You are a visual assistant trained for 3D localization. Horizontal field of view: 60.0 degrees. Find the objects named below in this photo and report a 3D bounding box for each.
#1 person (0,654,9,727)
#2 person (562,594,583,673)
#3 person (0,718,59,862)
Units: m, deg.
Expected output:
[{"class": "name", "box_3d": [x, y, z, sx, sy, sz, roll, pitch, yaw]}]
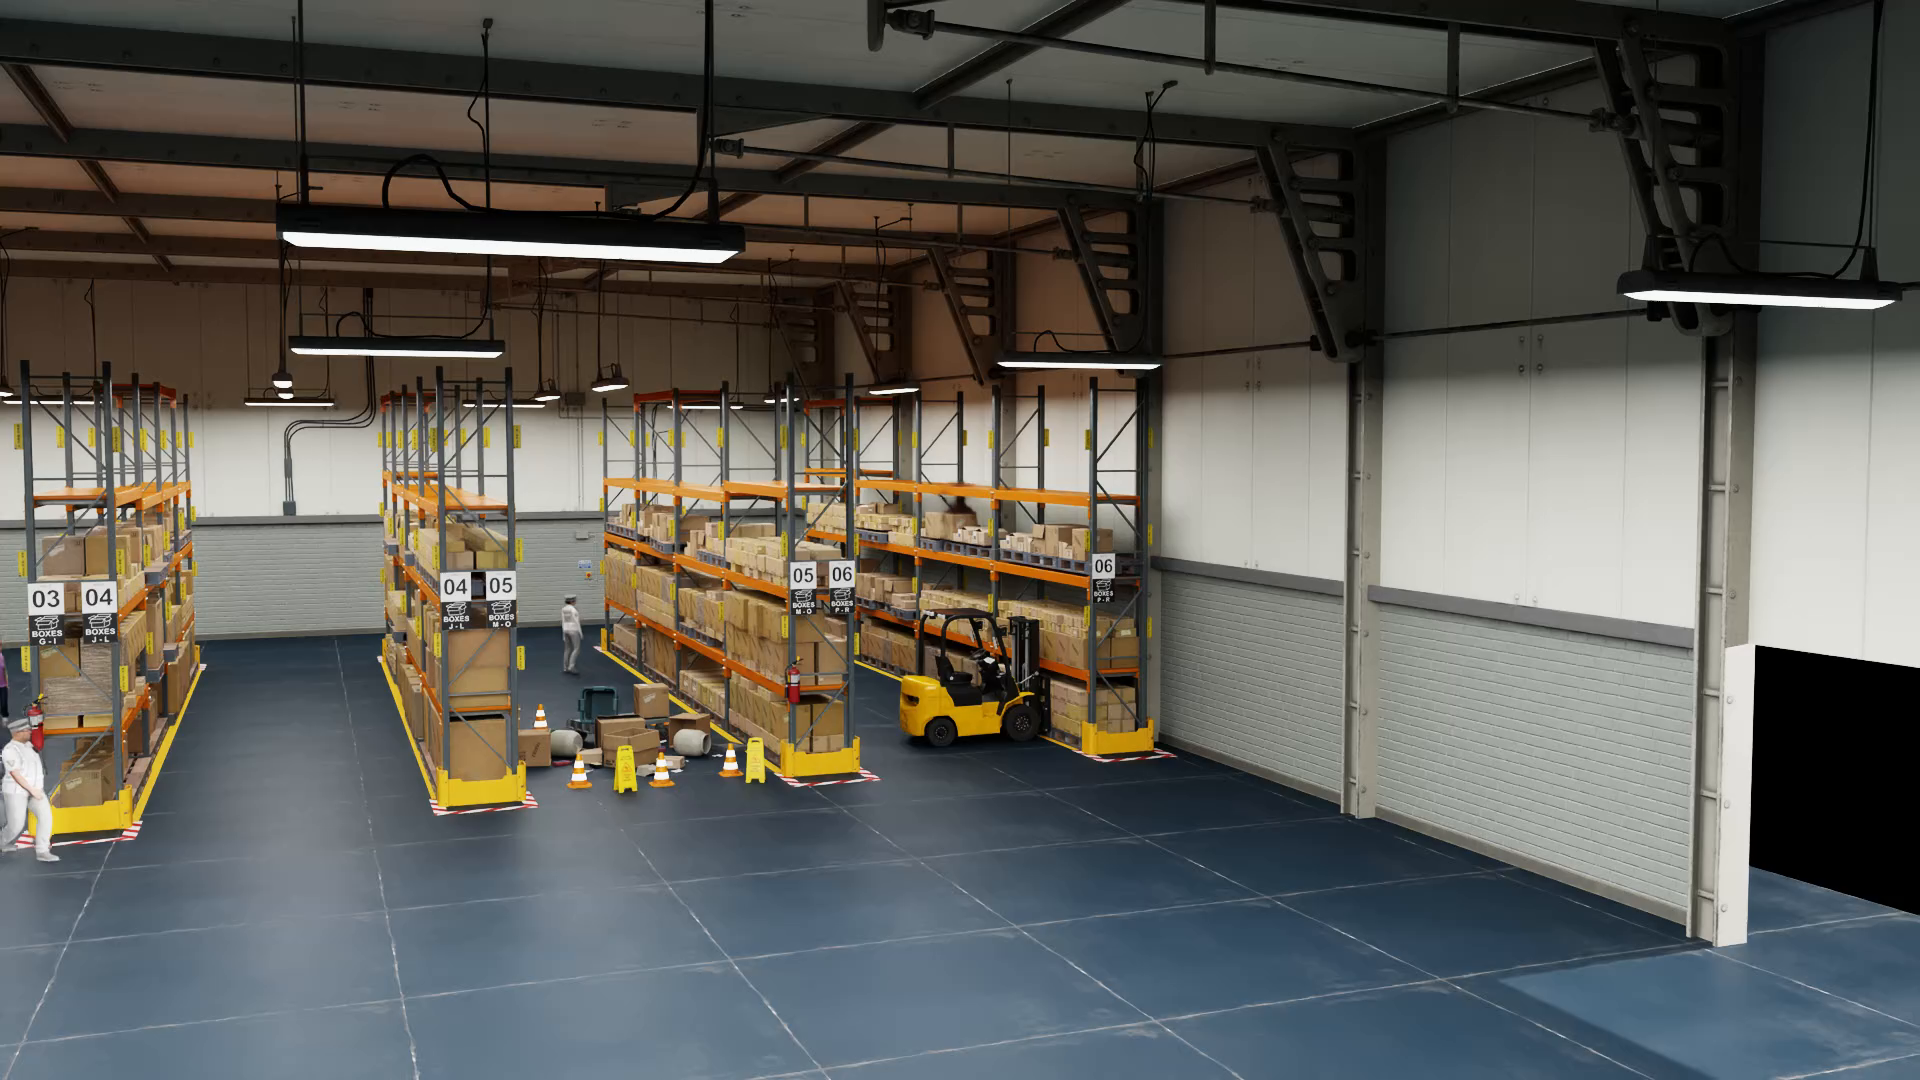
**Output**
[{"class": "person", "box_3d": [-16.499, 2.498, 28.399, 0.421, 1.560, 0.703, -2, 4, -27]}, {"class": "person", "box_3d": [-8.360, 2.006, 35.729, 0.506, 1.682, 0.375, 3, 5, 43]}, {"class": "person", "box_3d": [-11.127, 2.969, 19.807, 0.960, 1.689, 0.501, 2, 4, 26]}]
